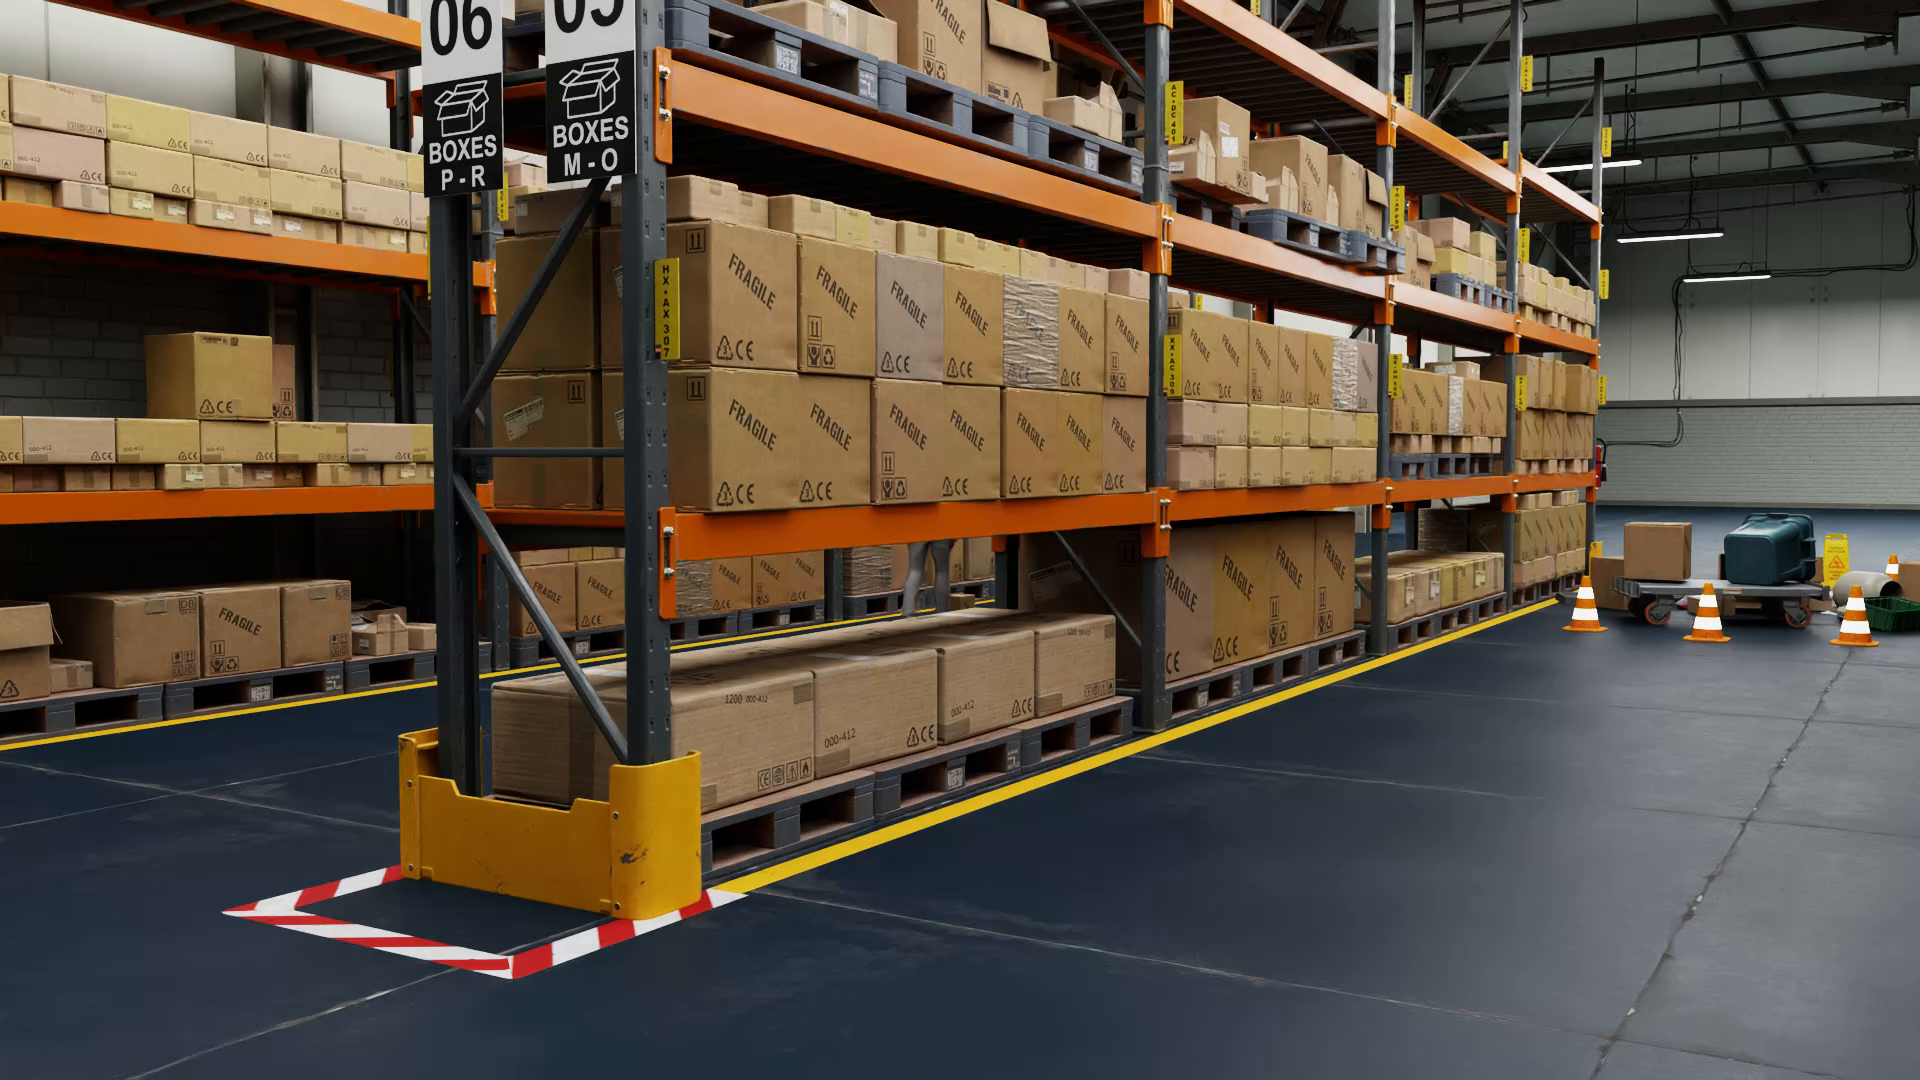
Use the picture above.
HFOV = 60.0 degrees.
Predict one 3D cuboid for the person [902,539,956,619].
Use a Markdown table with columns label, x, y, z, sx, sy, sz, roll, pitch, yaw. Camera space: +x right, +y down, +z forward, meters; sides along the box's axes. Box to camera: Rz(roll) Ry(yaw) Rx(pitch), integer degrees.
| label | x | y | z | sx | sy | sz | roll | pitch | yaw |
| --- | --- | --- | --- | --- | --- | --- | --- | --- | --- |
| person | -0.243 | -0.076 | 14.372 | 0.460 | 1.696 | 0.623 | 1 | 3 | 26 |
